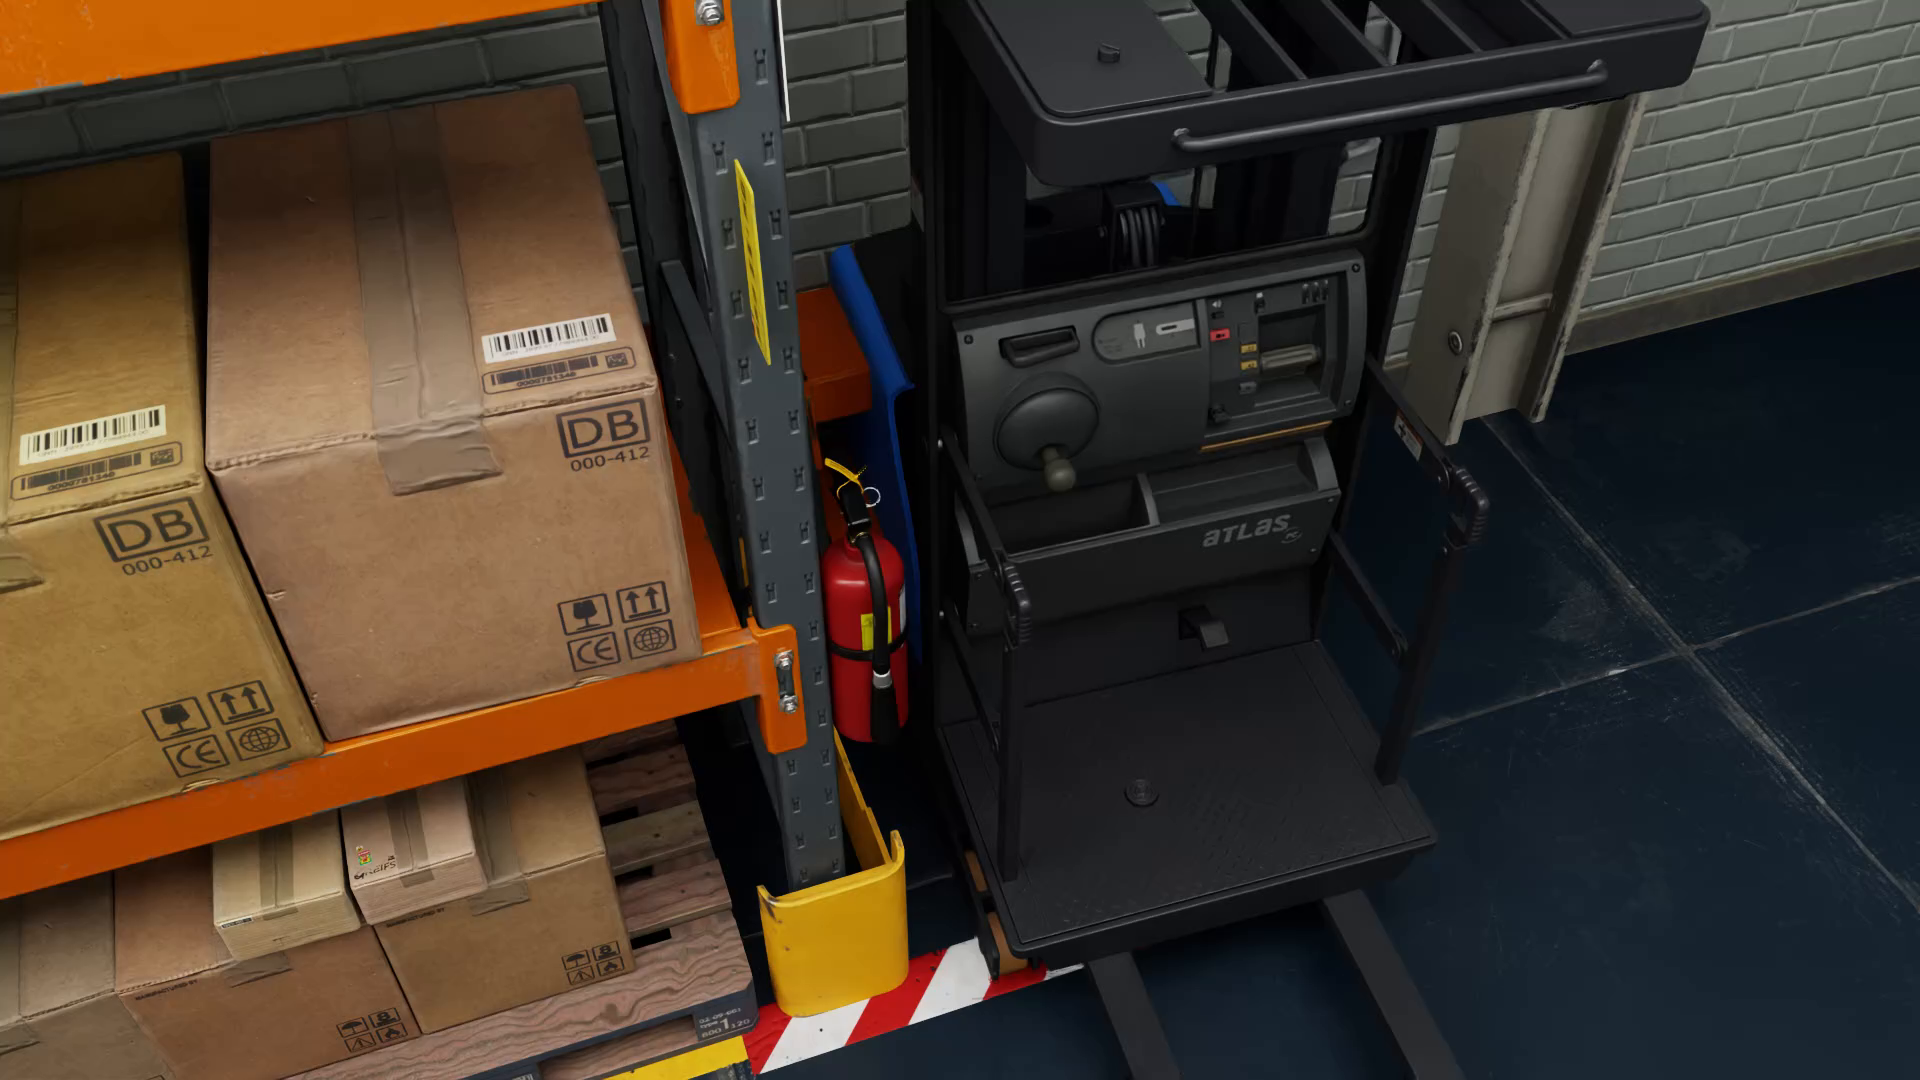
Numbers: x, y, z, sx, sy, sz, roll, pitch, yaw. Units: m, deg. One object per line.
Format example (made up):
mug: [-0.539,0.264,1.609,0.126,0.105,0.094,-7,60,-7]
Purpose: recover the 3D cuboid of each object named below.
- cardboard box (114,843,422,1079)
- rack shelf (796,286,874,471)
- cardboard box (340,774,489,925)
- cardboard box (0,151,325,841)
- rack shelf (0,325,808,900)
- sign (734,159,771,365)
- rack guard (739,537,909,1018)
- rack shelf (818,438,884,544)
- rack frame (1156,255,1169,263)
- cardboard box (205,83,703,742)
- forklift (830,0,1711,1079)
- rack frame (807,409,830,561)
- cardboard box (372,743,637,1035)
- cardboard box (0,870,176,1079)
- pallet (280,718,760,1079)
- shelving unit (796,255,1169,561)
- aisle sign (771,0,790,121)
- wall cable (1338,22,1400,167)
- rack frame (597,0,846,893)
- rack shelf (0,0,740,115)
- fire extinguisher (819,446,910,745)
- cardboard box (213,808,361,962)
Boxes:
cardboard box: [-1.587,0.792,3.811,0.500,0.500,0.700,-14,47,-14]
rack shelf: [-0.007,-0.570,4.595,1.000,0.278,0.538,-16,40,-13]
cardboard box: [-1.175,0.595,3.550,0.250,0.149,0.380,-15,47,-14]
cardboard box: [-1.648,-0.092,3.012,0.700,0.700,0.980,-15,47,-14]
rack shelf: [-2.373,0.437,3.204,4.000,0.370,1.077,-14,47,-14]
sign: [-0.320,-0.425,2.571,0.005,0.325,0.100,-14,47,-14]
rack guard: [-0.469,0.579,4.320,0.348,0.500,1.175,-14,47,-14]
rack shelf: [0.032,-0.152,4.930,1.000,0.278,0.538,-16,40,-13]
rack frame: [0.490,-0.478,4.892,0.032,1.125,0.500,-16,40,-13]
cardboard box: [-0.968,-0.274,3.194,0.700,0.700,0.980,-12,46,-12]
forklift: [0.509,-0.270,3.449,1.130,2.935,3.031,-12,46,-12]
rack frame: [-0.462,-0.206,4.664,0.032,1.125,0.500,-16,40,-13]
cardboard box: [-1.116,0.671,3.931,0.500,0.500,0.700,-14,47,-14]
cardboard box: [-2.060,0.913,3.690,0.500,0.500,0.700,-16,47,-15]
pallet: [-1.217,0.931,4.173,1.213,0.211,1.003,-14,47,-14]
shelving unit: [0.014,-0.342,4.778,1.048,1.125,0.538,-16,40,-13]
aisle sign: [-0.322,-1.033,2.326,0.004,0.787,0.394,-14,47,-14]
wall cable: [0.392,-1.594,4.004,1.851,1.984,0.084,-14,47,-14]
rack frame: [-0.492,-0.298,3.429,0.127,3.000,1.000,-14,47,-14]
rack shelf: [-2.373,-0.622,2.142,4.000,0.370,1.077,-14,47,-14]
fire extinguisher: [-0.193,0.132,3.318,0.183,0.674,0.296,-14,47,-14]
cardboard box: [-1.415,0.657,3.488,0.250,0.149,0.380,-13,47,-13]
